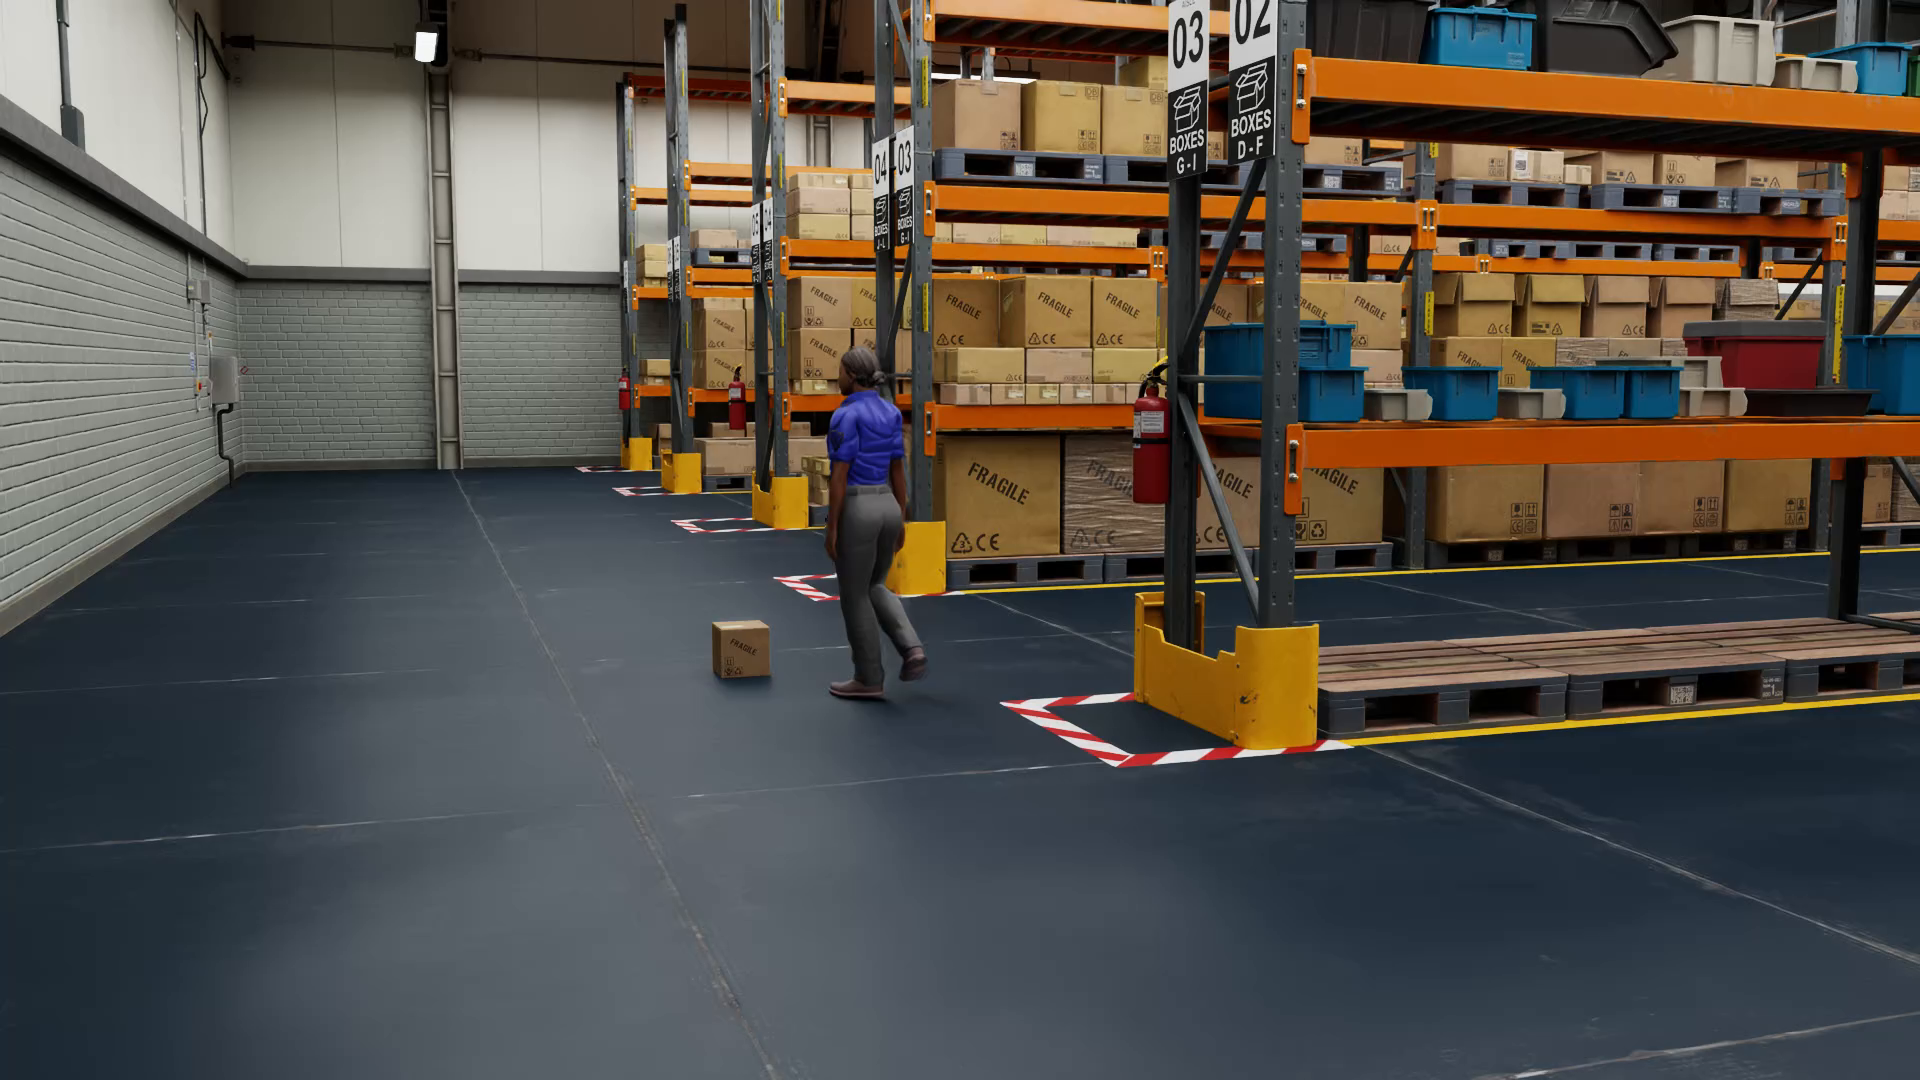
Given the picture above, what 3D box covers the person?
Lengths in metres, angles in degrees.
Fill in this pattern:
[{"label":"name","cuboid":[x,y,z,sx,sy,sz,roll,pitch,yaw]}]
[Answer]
[{"label":"person","cuboid":[-0.412,-0.079,7.824,0.452,1.656,0.509,5,7,38]}]
